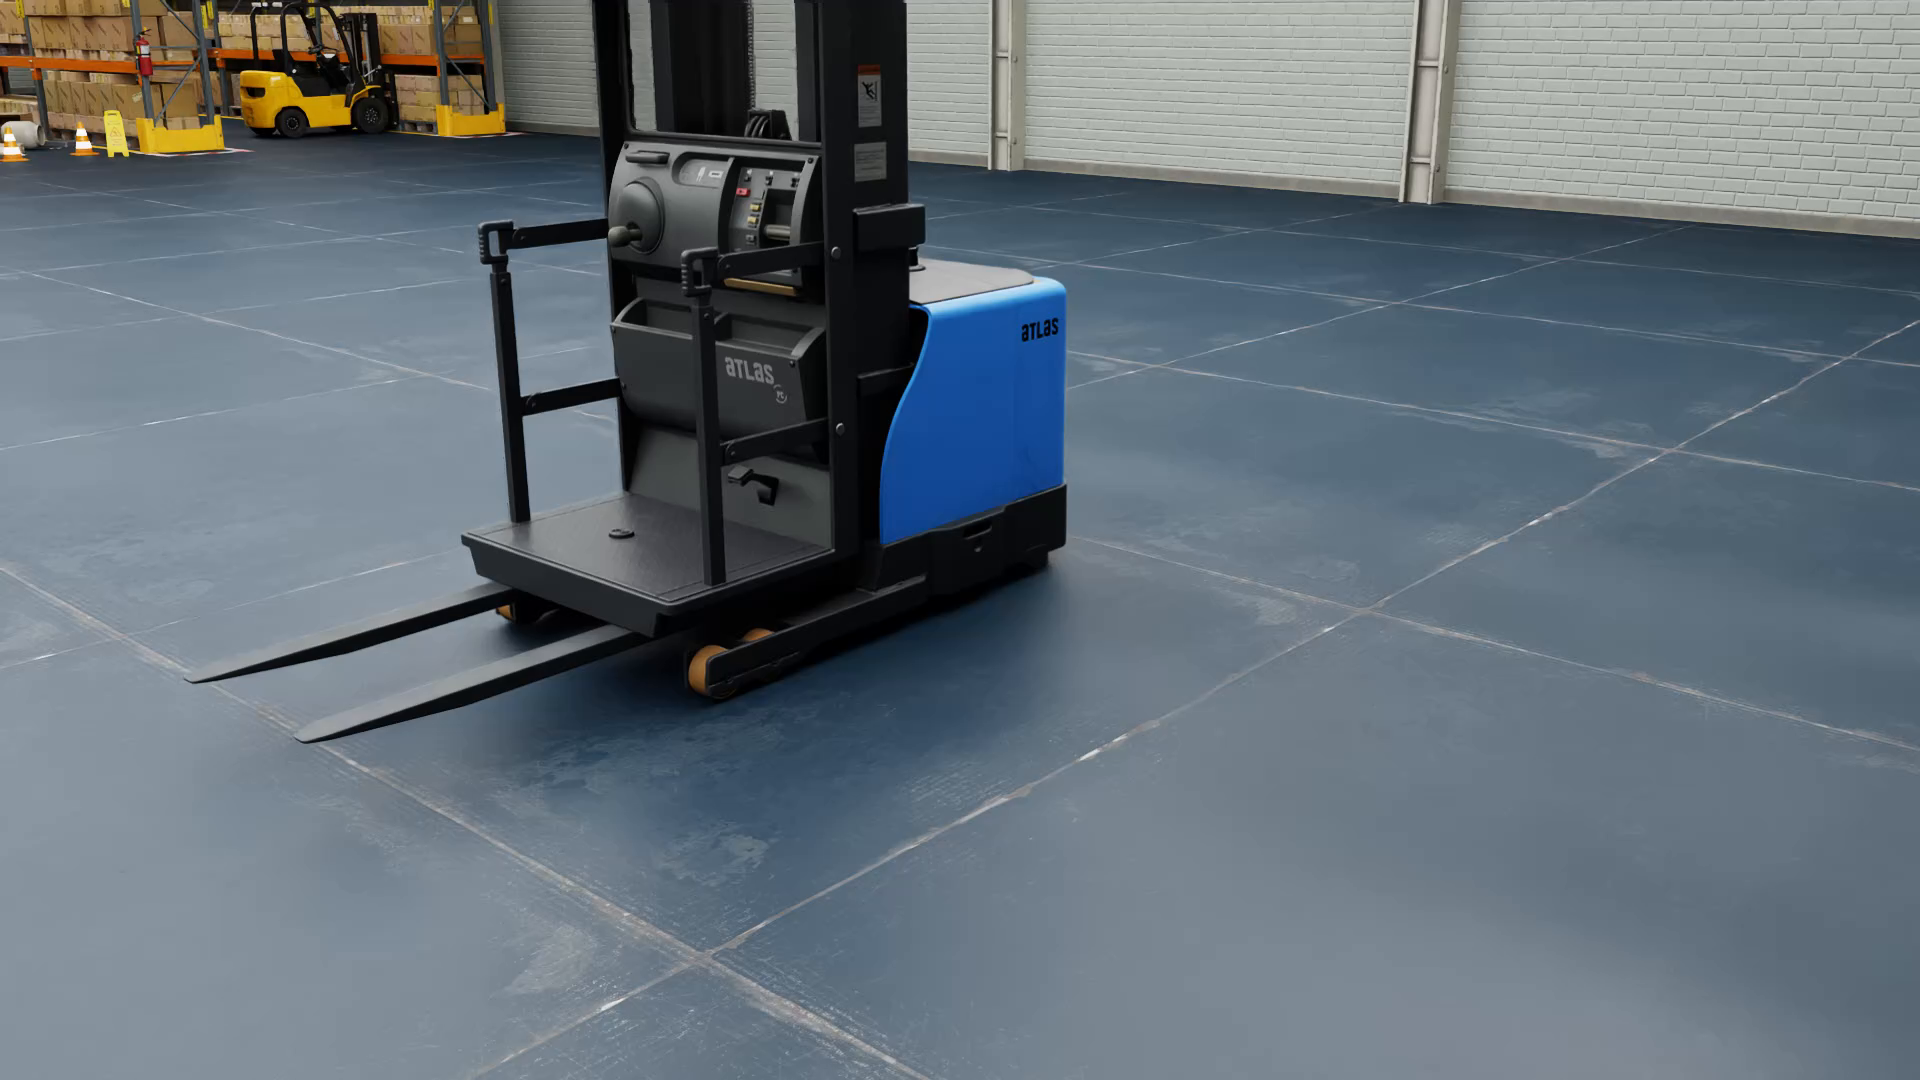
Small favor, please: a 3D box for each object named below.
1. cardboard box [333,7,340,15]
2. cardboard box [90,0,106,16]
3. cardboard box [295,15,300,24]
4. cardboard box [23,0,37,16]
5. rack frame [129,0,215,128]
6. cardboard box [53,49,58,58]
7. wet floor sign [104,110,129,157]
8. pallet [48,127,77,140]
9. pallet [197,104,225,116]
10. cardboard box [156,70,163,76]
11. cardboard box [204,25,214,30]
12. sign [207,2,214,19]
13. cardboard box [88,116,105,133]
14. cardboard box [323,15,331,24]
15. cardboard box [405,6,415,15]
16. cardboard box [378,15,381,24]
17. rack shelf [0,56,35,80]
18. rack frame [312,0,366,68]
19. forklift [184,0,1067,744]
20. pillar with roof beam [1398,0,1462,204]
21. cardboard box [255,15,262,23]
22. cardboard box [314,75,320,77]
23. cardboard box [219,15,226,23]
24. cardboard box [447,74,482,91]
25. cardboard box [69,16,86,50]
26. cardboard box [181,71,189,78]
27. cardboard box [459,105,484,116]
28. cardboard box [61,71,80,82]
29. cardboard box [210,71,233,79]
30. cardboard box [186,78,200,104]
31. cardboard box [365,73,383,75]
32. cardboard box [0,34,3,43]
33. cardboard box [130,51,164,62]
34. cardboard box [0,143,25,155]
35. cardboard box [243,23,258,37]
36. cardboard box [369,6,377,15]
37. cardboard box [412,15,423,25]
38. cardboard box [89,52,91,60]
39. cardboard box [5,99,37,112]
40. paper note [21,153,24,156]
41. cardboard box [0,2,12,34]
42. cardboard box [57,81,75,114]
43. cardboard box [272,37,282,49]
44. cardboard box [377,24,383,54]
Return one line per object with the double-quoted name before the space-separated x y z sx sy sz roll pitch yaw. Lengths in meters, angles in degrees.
"cardboard box" -11.117 -9.587 30.132 0.250 0.149 0.380 15 23 40
"cardboard box" -12.626 -8.143 25.002 0.500 0.500 0.700 15 23 40
"cardboard box" -12.181 -9.732 31.079 0.250 0.149 0.380 15 23 39
"cardboard box" -14.532 -8.652 26.607 0.500 0.500 0.700 15 23 39
"rack frame" -11.726 -7.321 24.720 0.127 3.000 1.000 15 23 39
"cardboard box" -14.252 -7.783 26.592 0.250 0.149 0.380 15 23 39
"wet floor sign" -12.294 -5.918 24.193 0.267 0.644 0.232 -9 20 -27
"pallet" -14.192 -6.668 27.273 1.213 0.211 1.003 15 23 39
"pallet" -14.950 -8.880 34.244 1.213 0.211 1.003 15 23 39
"cardboard box" -16.859 -9.952 35.379 0.250 0.149 0.380 14 22 36
"cardboard box" -15.421 -10.318 33.718 0.500 0.250 0.500 14 22 37
"sign" -14.770 -10.440 32.766 0.005 0.325 0.100 15 23 39
"cardboard box" -13.286 -6.521 26.053 0.500 0.250 0.500 14 22 37
"cardboard box" -11.362 -9.481 30.289 0.250 0.149 0.380 15 23 38
"cardboard box" -9.260 -9.056 28.459 0.250 0.149 0.380 16 23 40
"cardboard box" -9.982 -9.130 29.184 0.250 0.149 0.380 15 23 39
"rack shelf" -16.213 -8.182 28.625 4.000 0.370 1.077 15 23 39
"rack frame" -11.425 -9.248 30.792 0.127 3.000 1.000 15 23 39
"forklift" -0.938 -1.080 5.171 1.130 2.935 3.031 15 23 39
"pillar with roof beam" 2.249 -7.059 13.980 0.400 9.000 9.100 15 23 39
"cardboard box" -13.402 -10.020 31.989 0.250 0.149 0.380 16 23 40
"cardboard box" -12.398 -8.576 31.906 0.625 0.625 0.875 15 23 39
"cardboard box" -14.374 -10.277 32.798 0.250 0.149 0.380 16 24 41
"cardboard box" -8.667 -7.950 28.901 0.500 0.250 0.500 15 23 38
"cardboard box" -13.424 -7.866 25.780 0.500 0.500 0.500 15 23 40
"cardboard box" -15.928 -9.683 34.530 0.250 0.149 0.380 14 22 37
"cardboard box" -8.671 -7.477 29.064 0.500 0.250 0.500 15 23 39
"cardboard box" -14.016 -7.359 26.380 0.250 0.149 0.380 16 24 41
"cardboard box" -14.955 -9.410 33.671 0.250 0.149 0.380 14 22 37
"cardboard box" -15.637 -9.303 34.405 0.500 0.500 0.500 16 24 42
"cardboard box" -10.516 -8.243 29.826 0.500 0.250 0.500 16 24 41
"cardboard box" -15.880 -8.396 27.830 0.250 0.149 0.380 15 23 40
"cardboard box" -12.147 -7.228 24.842 0.250 0.149 0.380 16 24 41
"cardboard box" -14.046 -5.768 24.540 0.380 0.149 0.250 -6 18 -18
"cardboard box" -13.494 -9.863 32.153 0.500 0.250 0.500 14 23 38
"cardboard box" -10.170 -9.328 29.317 0.250 0.149 0.380 15 23 39
"cardboard box" -9.090 -8.852 28.308 0.250 0.149 0.380 16 23 40
"cardboard box" -13.278 -7.539 25.823 0.250 0.149 0.380 15 23 39
"cardboard box" -15.651 -7.320 28.367 0.950 0.372 0.625 -17 24 -42
"paper note" -13.754 -5.645 24.348 0.142 0.019 0.148 7 19 21
"cardboard box" -15.587 -8.654 27.569 0.500 0.500 0.500 15 23 40
"cardboard box" -14.047 -7.086 26.594 0.500 0.500 0.500 16 24 41
"cardboard box" -12.707 -9.424 31.597 0.500 0.250 0.500 15 23 40
"cardboard box" -10.125 -8.839 29.339 0.500 0.500 0.500 15 23 40
